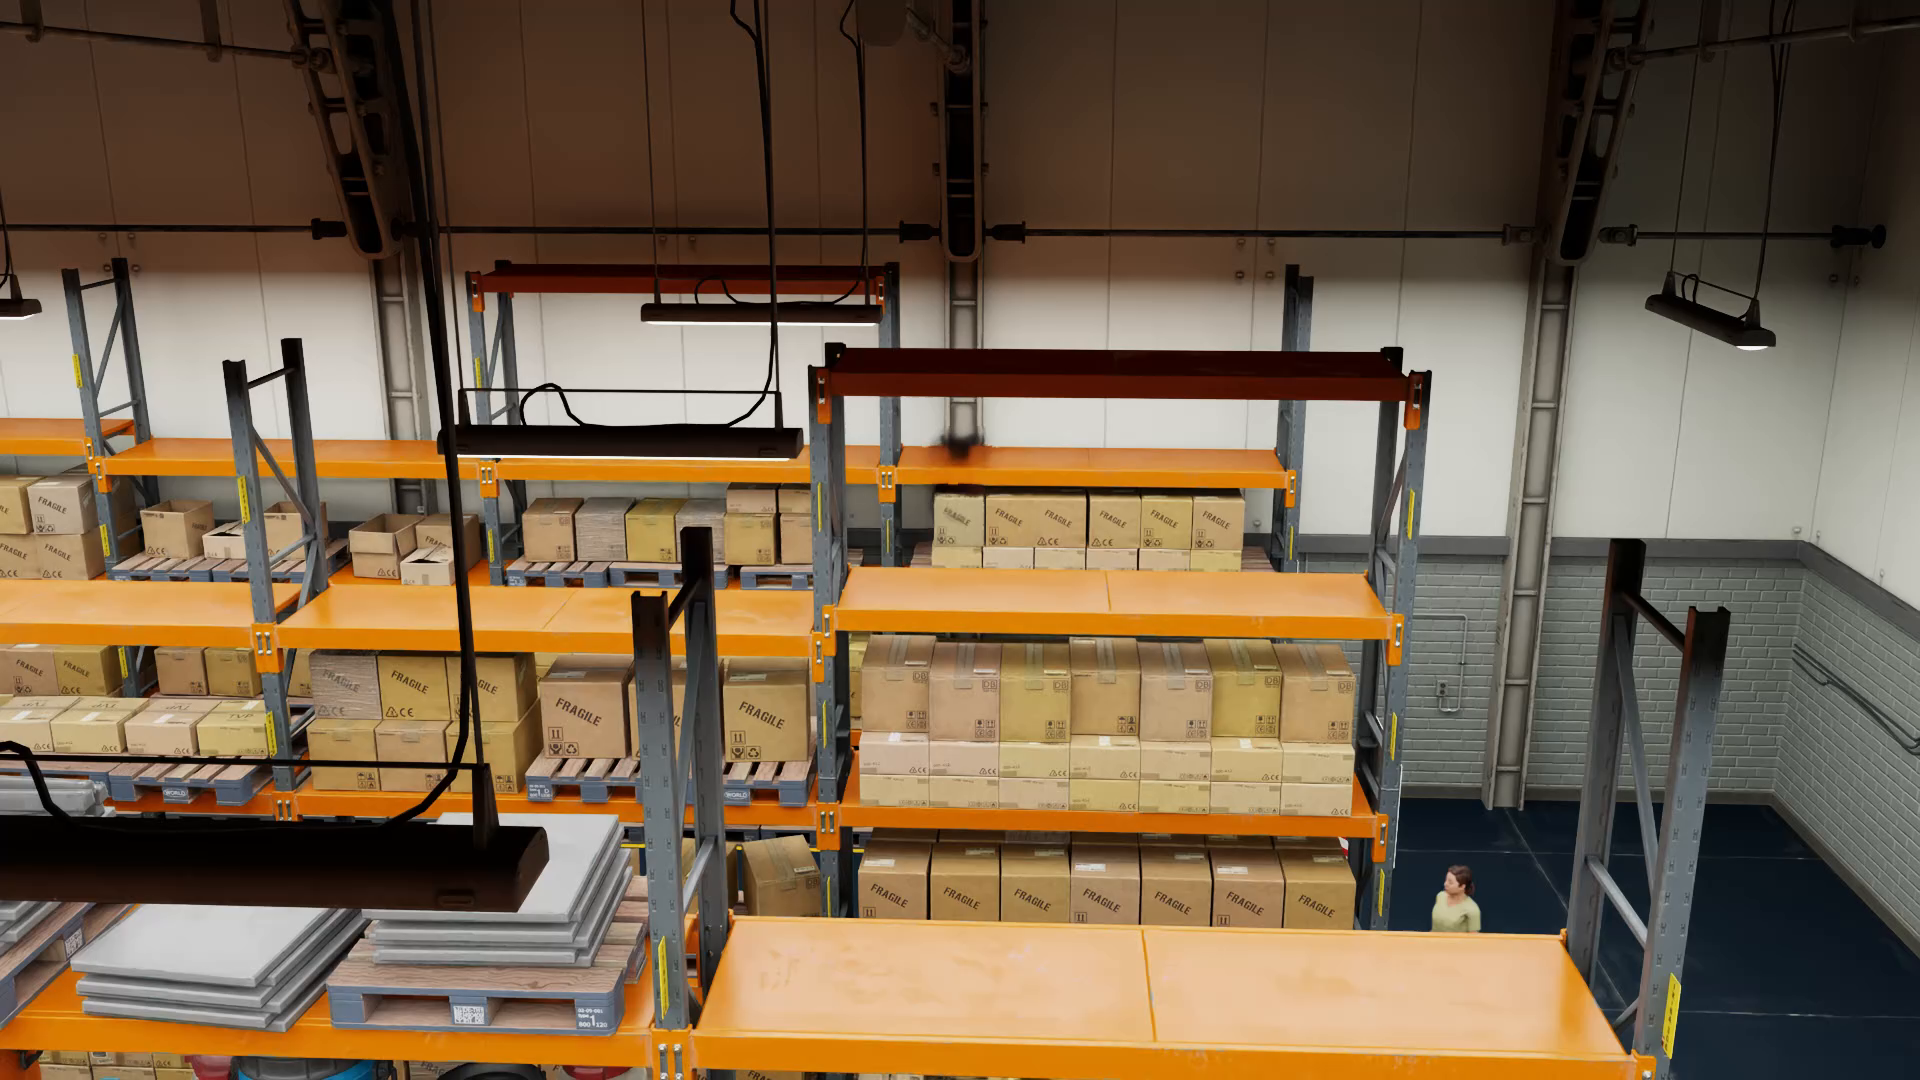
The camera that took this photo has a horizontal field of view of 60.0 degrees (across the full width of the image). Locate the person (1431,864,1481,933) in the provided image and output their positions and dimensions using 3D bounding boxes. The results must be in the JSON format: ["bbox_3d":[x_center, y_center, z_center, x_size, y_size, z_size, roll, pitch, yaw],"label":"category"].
[{"bbox_3d":[4.036,3.455,13.689,0.391,1.670,0.501,-10,19,-31],"label":"person"}]
